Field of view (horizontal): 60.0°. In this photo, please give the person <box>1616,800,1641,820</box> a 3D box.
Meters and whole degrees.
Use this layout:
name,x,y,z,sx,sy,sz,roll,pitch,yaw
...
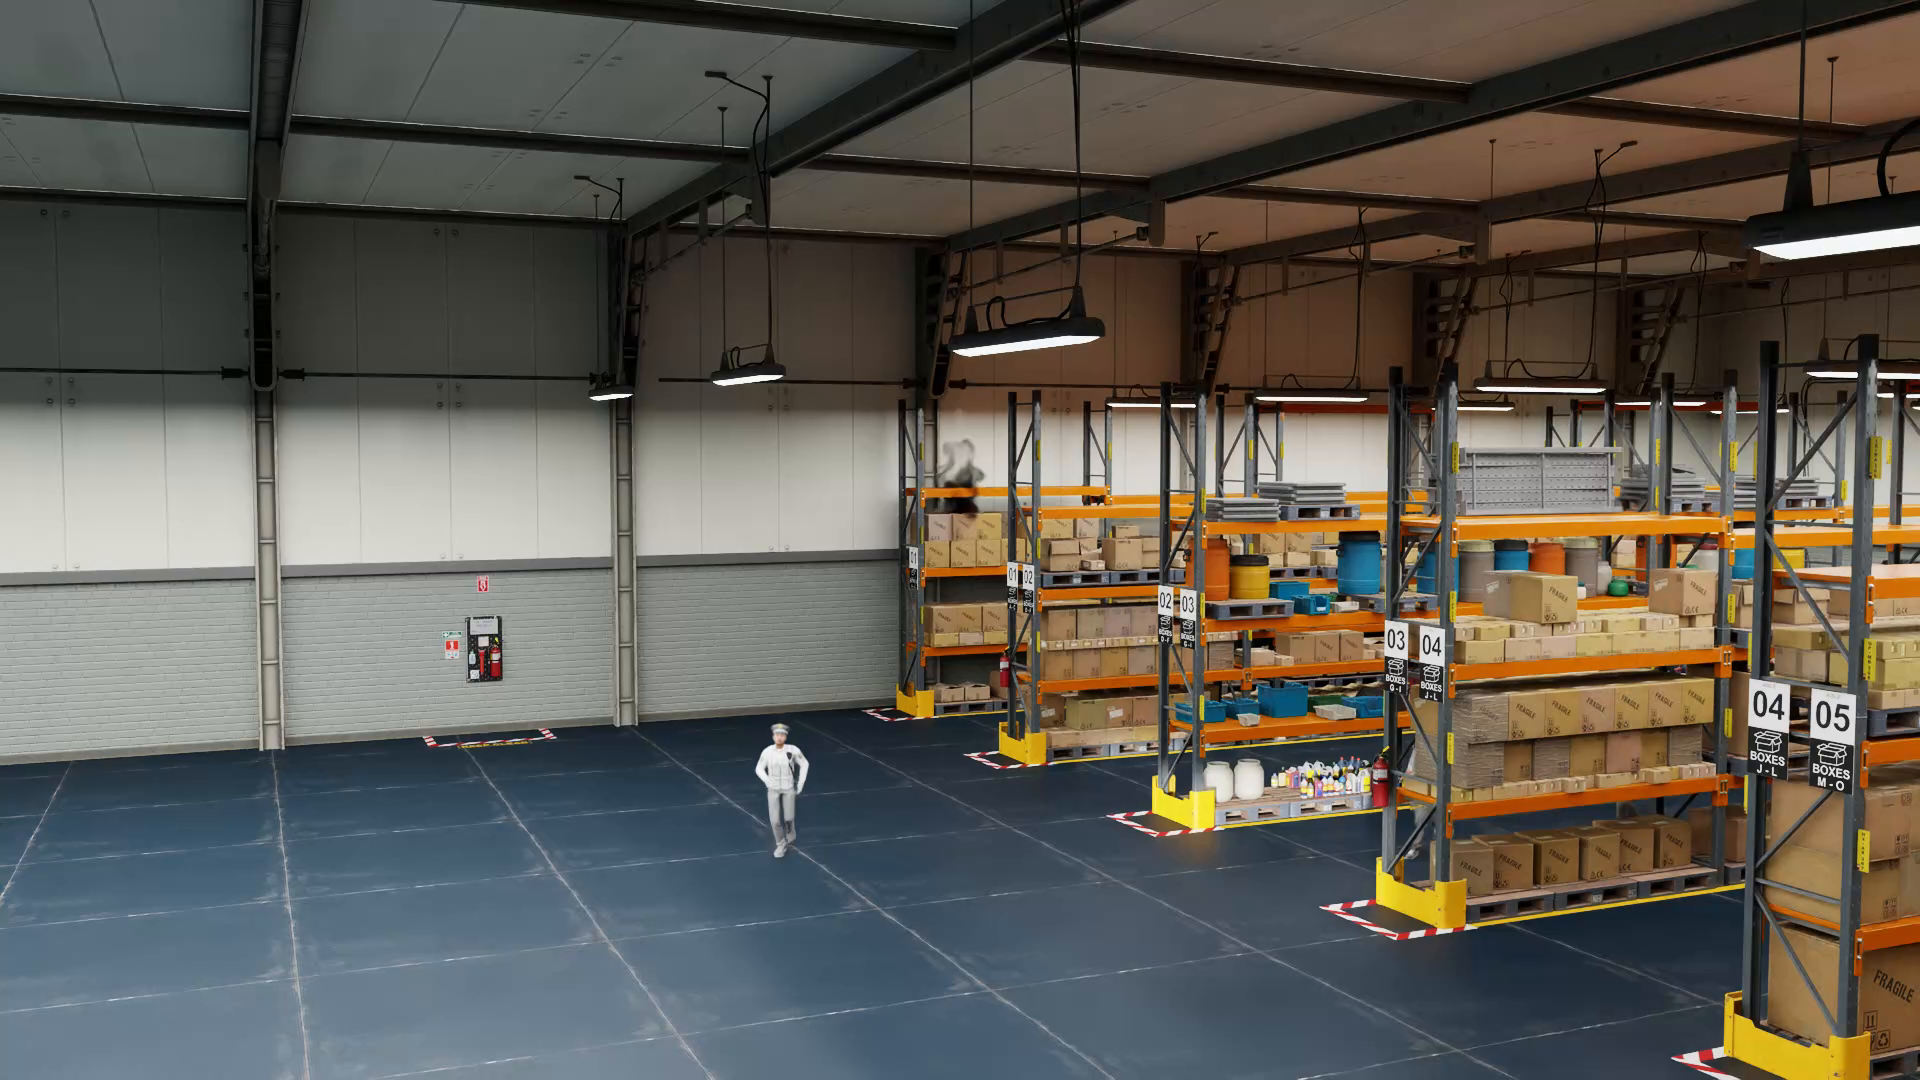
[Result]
name,x,y,z,sx,sy,sz,roll,pitch,yaw
person,8.581,3.043,21.446,0.870,1.724,0.569,-2,4,-32

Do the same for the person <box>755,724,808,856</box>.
name,x,y,z,sx,sy,sz,roll,pitch,yaw
person,-2.233,3.119,20.798,0.658,1.665,0.561,0,3,-2

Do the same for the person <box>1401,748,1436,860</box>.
name,x,y,z,sx,sy,sz,roll,pitch,yaw
person,5.834,3.155,20.799,0.825,1.592,0.545,-3,4,-37
